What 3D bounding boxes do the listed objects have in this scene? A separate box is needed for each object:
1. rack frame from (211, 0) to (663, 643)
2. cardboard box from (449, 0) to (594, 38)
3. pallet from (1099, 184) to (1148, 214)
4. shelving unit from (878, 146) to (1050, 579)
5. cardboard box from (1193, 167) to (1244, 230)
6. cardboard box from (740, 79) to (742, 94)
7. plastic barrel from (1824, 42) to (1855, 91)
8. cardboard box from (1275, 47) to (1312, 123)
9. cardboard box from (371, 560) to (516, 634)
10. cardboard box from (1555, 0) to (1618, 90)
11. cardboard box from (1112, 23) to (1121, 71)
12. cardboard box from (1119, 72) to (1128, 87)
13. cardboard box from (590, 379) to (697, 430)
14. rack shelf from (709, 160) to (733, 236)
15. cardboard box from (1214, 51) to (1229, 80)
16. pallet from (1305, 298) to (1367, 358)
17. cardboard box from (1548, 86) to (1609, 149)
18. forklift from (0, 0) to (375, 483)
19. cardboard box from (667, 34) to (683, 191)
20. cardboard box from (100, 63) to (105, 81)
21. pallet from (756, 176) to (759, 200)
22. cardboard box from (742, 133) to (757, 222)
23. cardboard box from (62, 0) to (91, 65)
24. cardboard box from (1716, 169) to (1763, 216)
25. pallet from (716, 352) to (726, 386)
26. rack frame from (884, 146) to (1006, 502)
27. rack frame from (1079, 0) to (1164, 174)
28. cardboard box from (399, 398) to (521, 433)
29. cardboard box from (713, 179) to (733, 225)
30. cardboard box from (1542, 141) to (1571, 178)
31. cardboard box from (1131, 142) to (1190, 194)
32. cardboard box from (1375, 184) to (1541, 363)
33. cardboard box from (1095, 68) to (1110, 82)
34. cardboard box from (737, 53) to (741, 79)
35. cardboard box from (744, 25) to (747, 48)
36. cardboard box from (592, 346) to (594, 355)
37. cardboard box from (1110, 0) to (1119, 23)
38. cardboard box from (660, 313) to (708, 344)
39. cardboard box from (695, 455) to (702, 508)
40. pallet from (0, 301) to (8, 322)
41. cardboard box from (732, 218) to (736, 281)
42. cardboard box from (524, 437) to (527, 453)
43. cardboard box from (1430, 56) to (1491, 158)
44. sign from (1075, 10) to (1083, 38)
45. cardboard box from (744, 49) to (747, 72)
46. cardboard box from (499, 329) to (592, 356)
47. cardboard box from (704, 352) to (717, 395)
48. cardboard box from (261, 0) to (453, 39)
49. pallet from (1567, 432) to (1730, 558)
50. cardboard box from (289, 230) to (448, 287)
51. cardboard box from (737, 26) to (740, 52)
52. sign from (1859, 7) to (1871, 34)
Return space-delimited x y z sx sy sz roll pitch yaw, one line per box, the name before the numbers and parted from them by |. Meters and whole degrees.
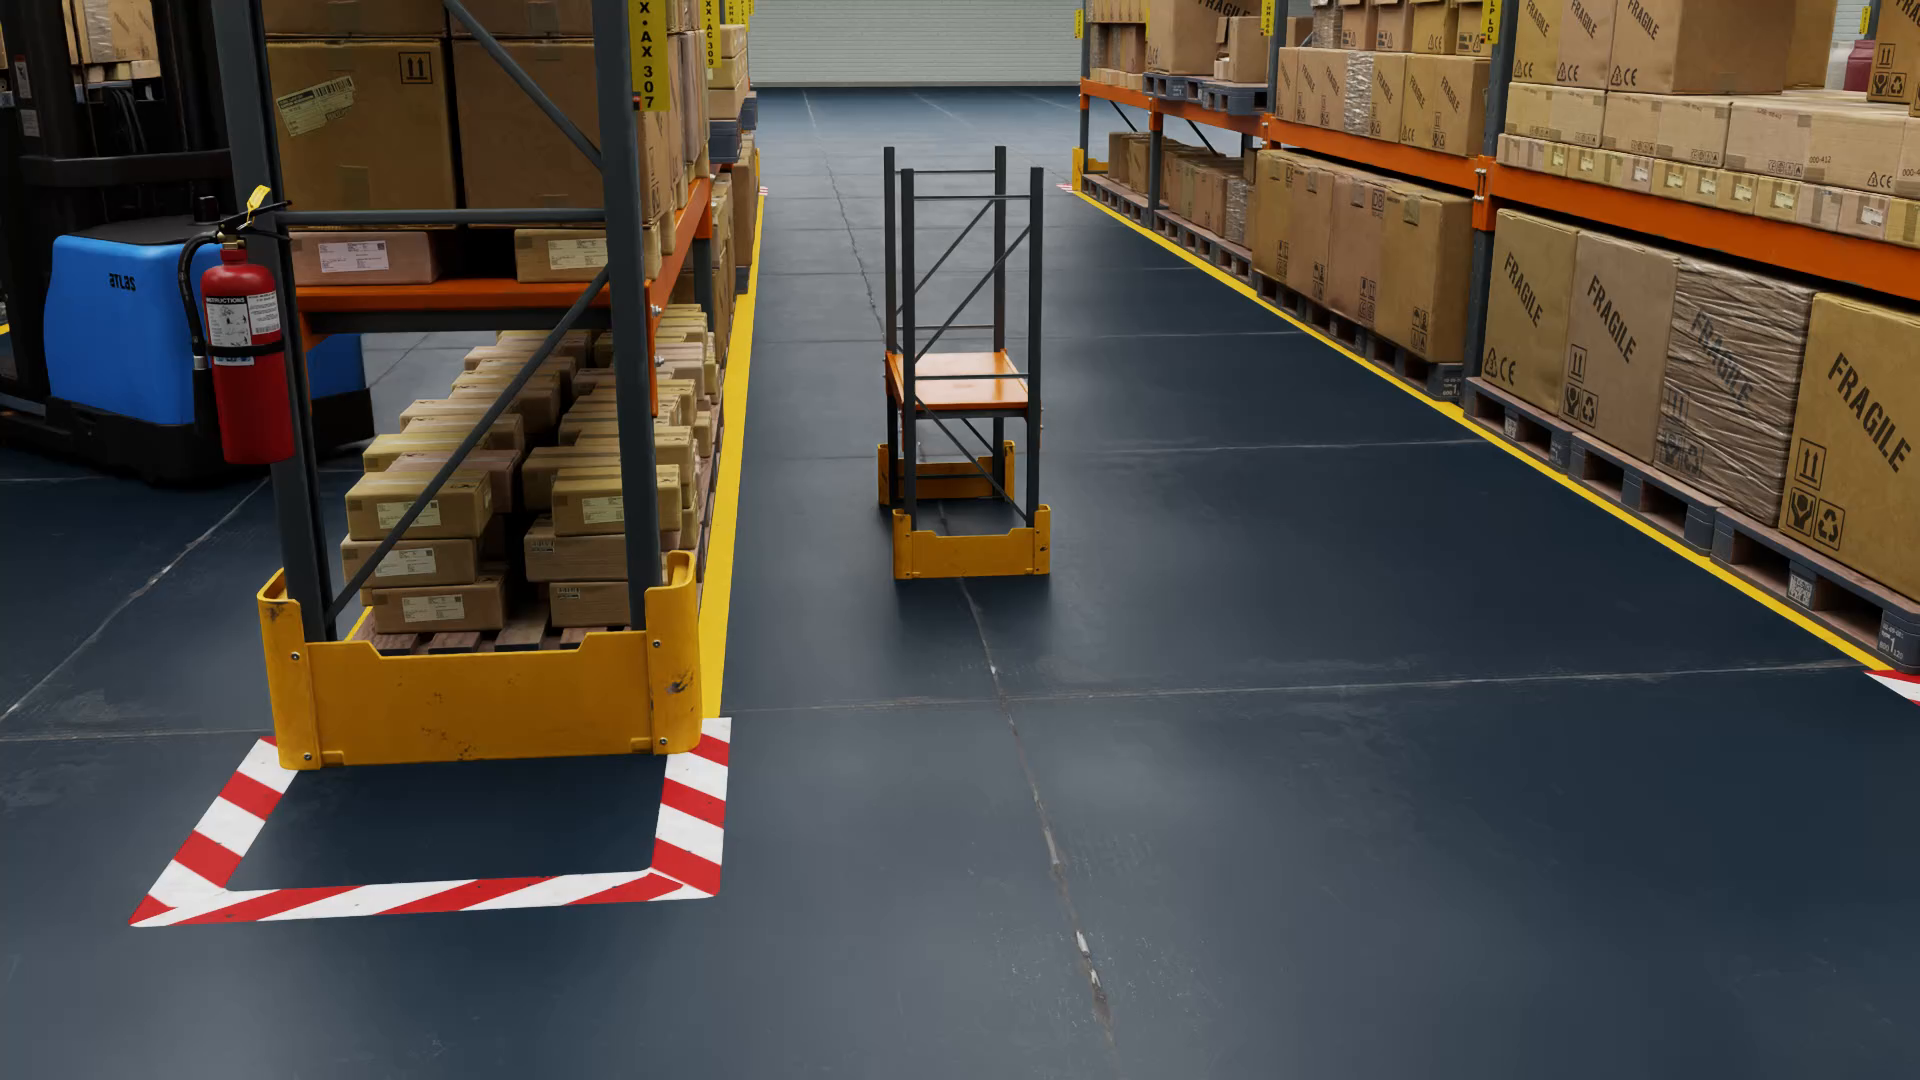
rack frame | -1.338 -0.834 4.325 1.000 3.000 0.127 -2 18 -6
cardboard box | -1.121 -1.643 4.568 0.500 0.500 0.500 -2 18 -6
pallet | 2.134 -3.765 18.318 1.003 0.211 1.213 -2 18 -6
shelving unit | -0.008 -0.738 6.525 0.587 1.500 1.083 -2 18 -6
cardboard box | 2.498 -3.057 14.844 0.700 0.500 0.500 -3 18 -10
cardboard box | -1.474 -2.627 9.754 0.380 0.149 0.250 -2 18 -7
plastic barrel | 7.389 -3.847 13.735 0.421 0.512 0.421 0 17 0
cardboard box | 2.560 -3.235 11.807 0.500 0.500 0.500 -1 17 -4
cardboard box | -1.600 0.176 5.169 0.380 0.149 0.250 -1 17 -5
cardboard box | 3.031 -2.279 7.431 0.500 0.500 0.500 -2 18 -6
cardboard box | 2.164 -5.453 18.376 0.875 0.500 0.500 -2 18 -6
cardboard box | 1.913 -4.915 17.743 0.380 0.149 0.250 -2 18 -6
cardboard box | -1.210 -0.516 6.378 0.380 0.149 0.250 -2 17 -5
rack shelf | -1.957 -2.278 10.127 1.077 0.370 4.000 -2 18 -6
cardboard box | 2.340 -3.965 13.823 0.396 0.266 0.258 -2 18 -7
pallet | 2.910 -1.410 10.817 1.003 0.211 1.213 -2 18 -6
cardboard box | 3.027 -1.923 7.547 0.500 0.250 0.500 -2 18 -6
forklift | -4.313 -1.982 8.096 3.031 2.935 1.130 13 21 35
cardboard box | -1.228 -1.471 5.691 0.500 0.500 0.500 -2 17 -5
cardboard box | -7.146 -3.776 13.414 0.380 0.149 0.250 -2 18 -8
pallet | -2.828 -4.035 19.176 1.003 0.211 1.213 -2 18 -6
cardboard box | -2.422 -3.354 15.407 1.050 0.750 0.750 -2 18 -6
cardboard box | -7.015 -3.879 12.659 0.500 0.500 0.500 -1 17 -5
cardboard box | 3.107 -1.315 6.276 0.380 0.149 0.250 -2 18 -5
pallet | -1.833 -0.927 9.278 1.003 0.211 1.213 -2 18 -6
rack frame | -0.061 -0.892 7.016 0.500 1.500 0.032 -2 18 -6
rack frame | 1.955 -5.724 19.902 1.000 3.000 0.127 -2 18 -6
cardboard box | -1.814 -0.415 6.057 0.380 0.149 0.250 -1 17 -4
cardboard box | -1.769 -2.237 11.015 0.500 0.250 0.500 -2 17 -5
cardboard box | 2.948 -1.774 7.739 0.380 0.149 0.250 -1 17 -4
cardboard box | 2.158 -4.013 17.925 0.500 0.500 0.500 -3 18 -11
cardboard box | 3.107 -1.525 9.374 1.225 0.875 0.875 -2 18 -5
cardboard box | 1.765 -5.362 19.167 0.380 0.149 0.250 -2 18 -6
cardboard box | -1.447 -2.691 9.464 0.380 0.149 0.250 -1 17 -3
cardboard box | -1.657 -3.450 11.383 0.380 0.149 0.250 -2 18 -8
cardboard box | -1.916 -0.817 7.834 0.380 0.149 0.250 -2 18 -5
cardboard box | 1.896 -5.771 17.720 0.500 0.500 0.500 -2 18 -6
cardboard box | -1.389 -0.977 7.846 0.380 0.149 0.250 -2 17 -5
cardboard box | -1.192 -0.219 6.425 0.380 0.149 0.250 -3 18 -8
pallet | -7.070 -1.467 10.996 1.003 0.211 1.213 -2 18 -6
cardboard box | -1.836 -2.037 11.630 0.500 0.500 0.500 -2 18 -6
cardboard box | -1.798 -0.273 6.101 0.380 0.149 0.250 -2 17 -5
cardboard box | 2.873 -2.327 8.916 0.500 0.500 0.500 -2 18 -5
sign | 1.416 -6.120 19.718 0.100 0.325 0.005 -2 18 -6
cardboard box | -1.601 -3.149 10.921 0.380 0.149 0.250 -1 17 -4
cardboard box | -1.877 -0.883 7.547 0.380 0.149 0.250 -2 18 -6
cardboard box | -1.317 -0.764 7.665 0.380 0.149 0.250 -2 18 -8
cardboard box | -1.633 -1.629 4.526 0.500 0.500 0.500 -2 18 -7
pallet | 3.323 -0.225 7.042 1.003 0.211 1.213 -2 18 -6
cardboard box | -1.653 -0.802 4.645 0.380 0.149 0.250 -2 18 -6
cardboard box | -1.443 -2.832 9.414 0.380 0.149 0.250 -2 18 -6
sign | 11.257 -6.464 20.682 0.100 0.325 0.005 -2 18 -6
